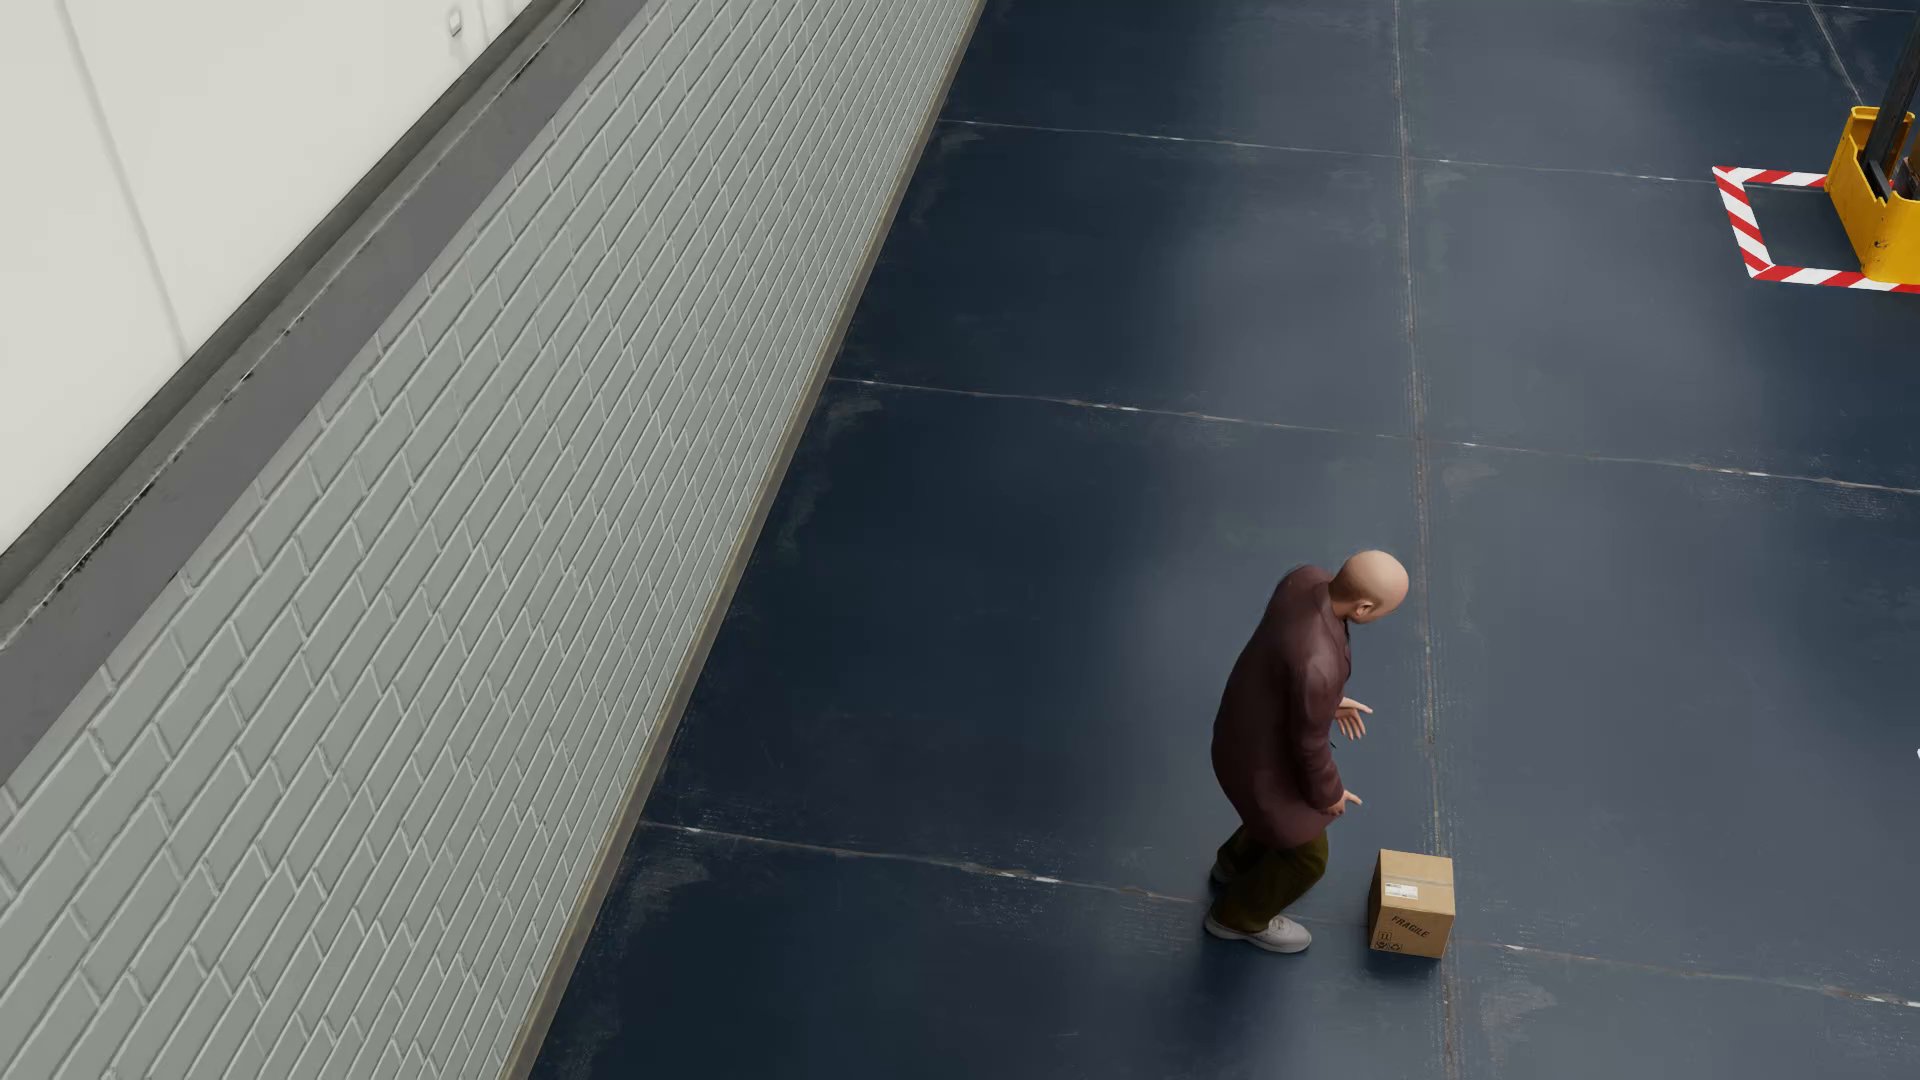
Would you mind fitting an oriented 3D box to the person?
[{"bbox_3d":[1.093,0.669,5.480,0.522,1.647,0.611,7,41,8],"label":"person"}]
